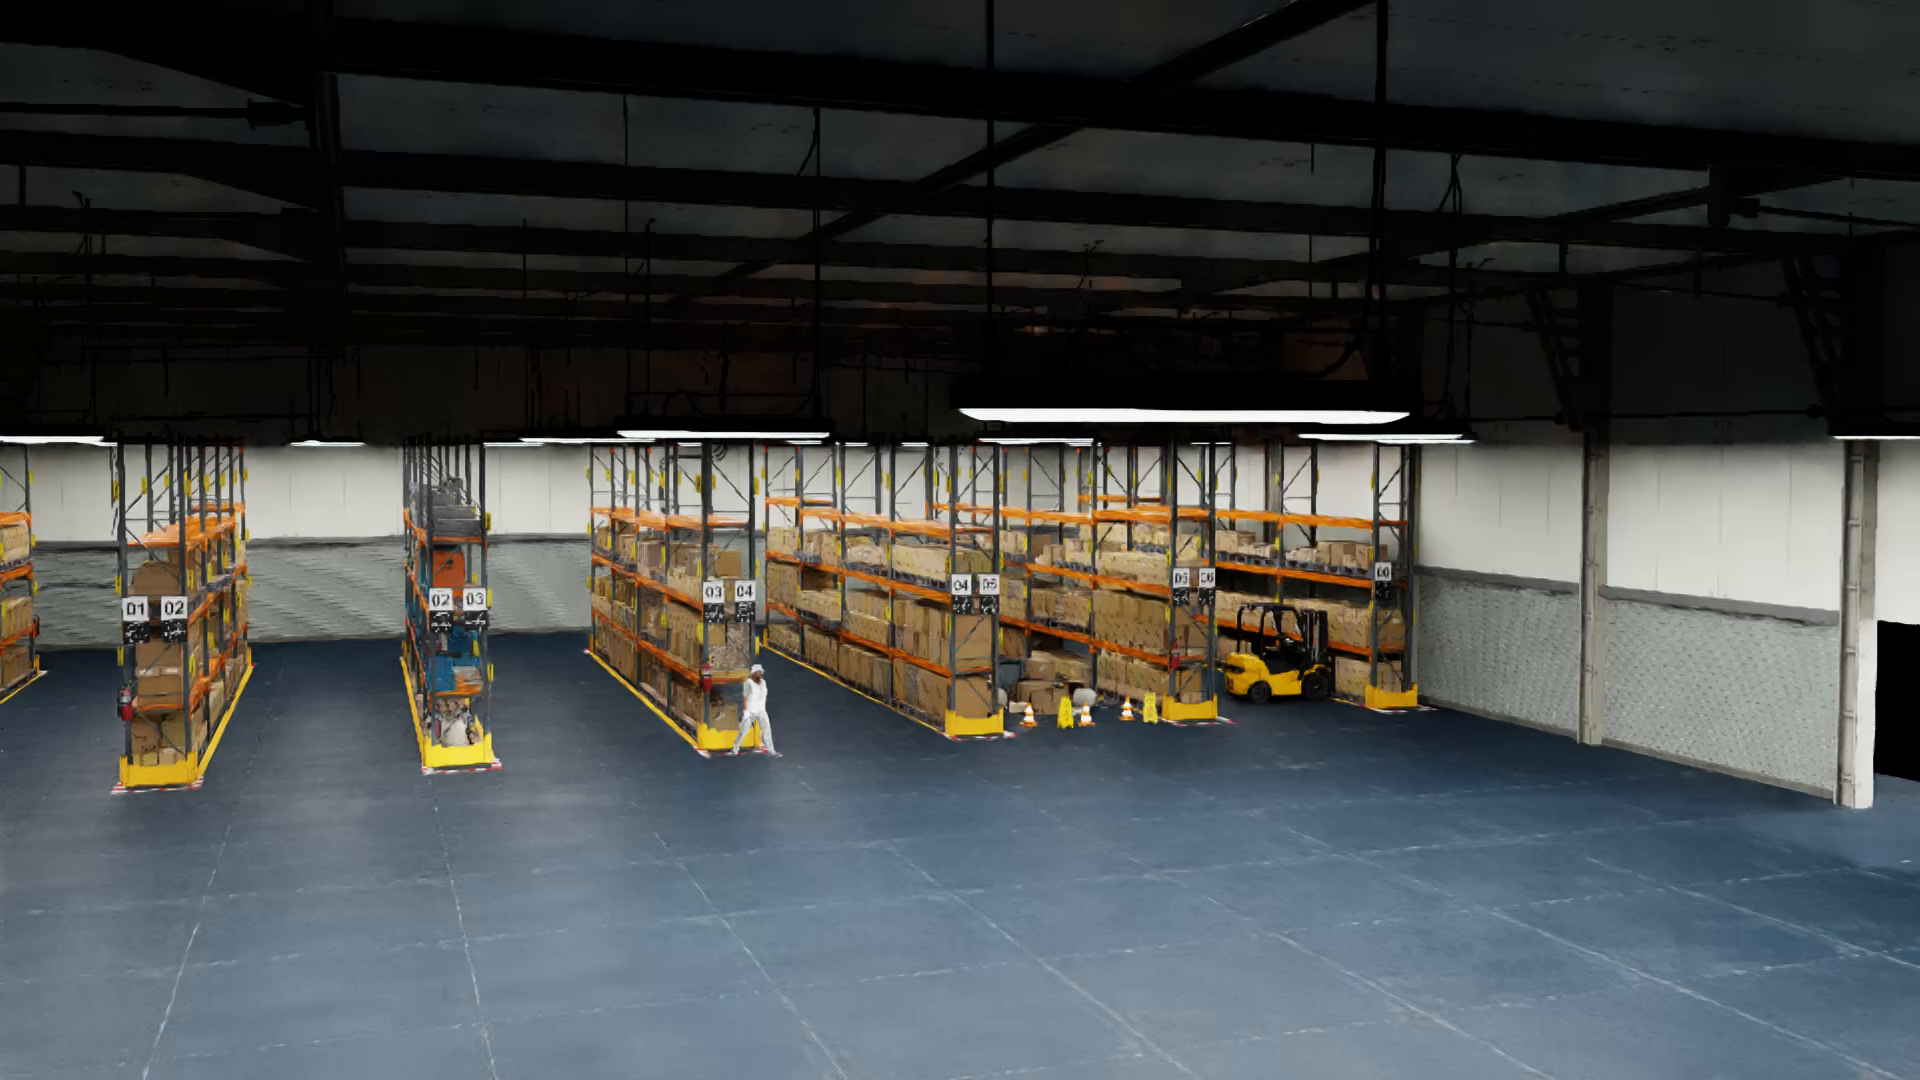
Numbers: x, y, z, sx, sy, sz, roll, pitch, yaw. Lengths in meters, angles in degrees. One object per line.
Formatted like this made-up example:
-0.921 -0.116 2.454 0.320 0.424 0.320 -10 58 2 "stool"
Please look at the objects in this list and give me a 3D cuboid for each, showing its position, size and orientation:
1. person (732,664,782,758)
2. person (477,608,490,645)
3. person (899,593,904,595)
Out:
-3.780 3.150 30.610 0.946 1.756 0.598 3 4 45 "person"
-13.924 2.232 48.131 0.463 1.640 0.652 2 4 27 "person"
-1.639 2.319 45.076 0.637 1.775 0.675 0 3 7 "person"
